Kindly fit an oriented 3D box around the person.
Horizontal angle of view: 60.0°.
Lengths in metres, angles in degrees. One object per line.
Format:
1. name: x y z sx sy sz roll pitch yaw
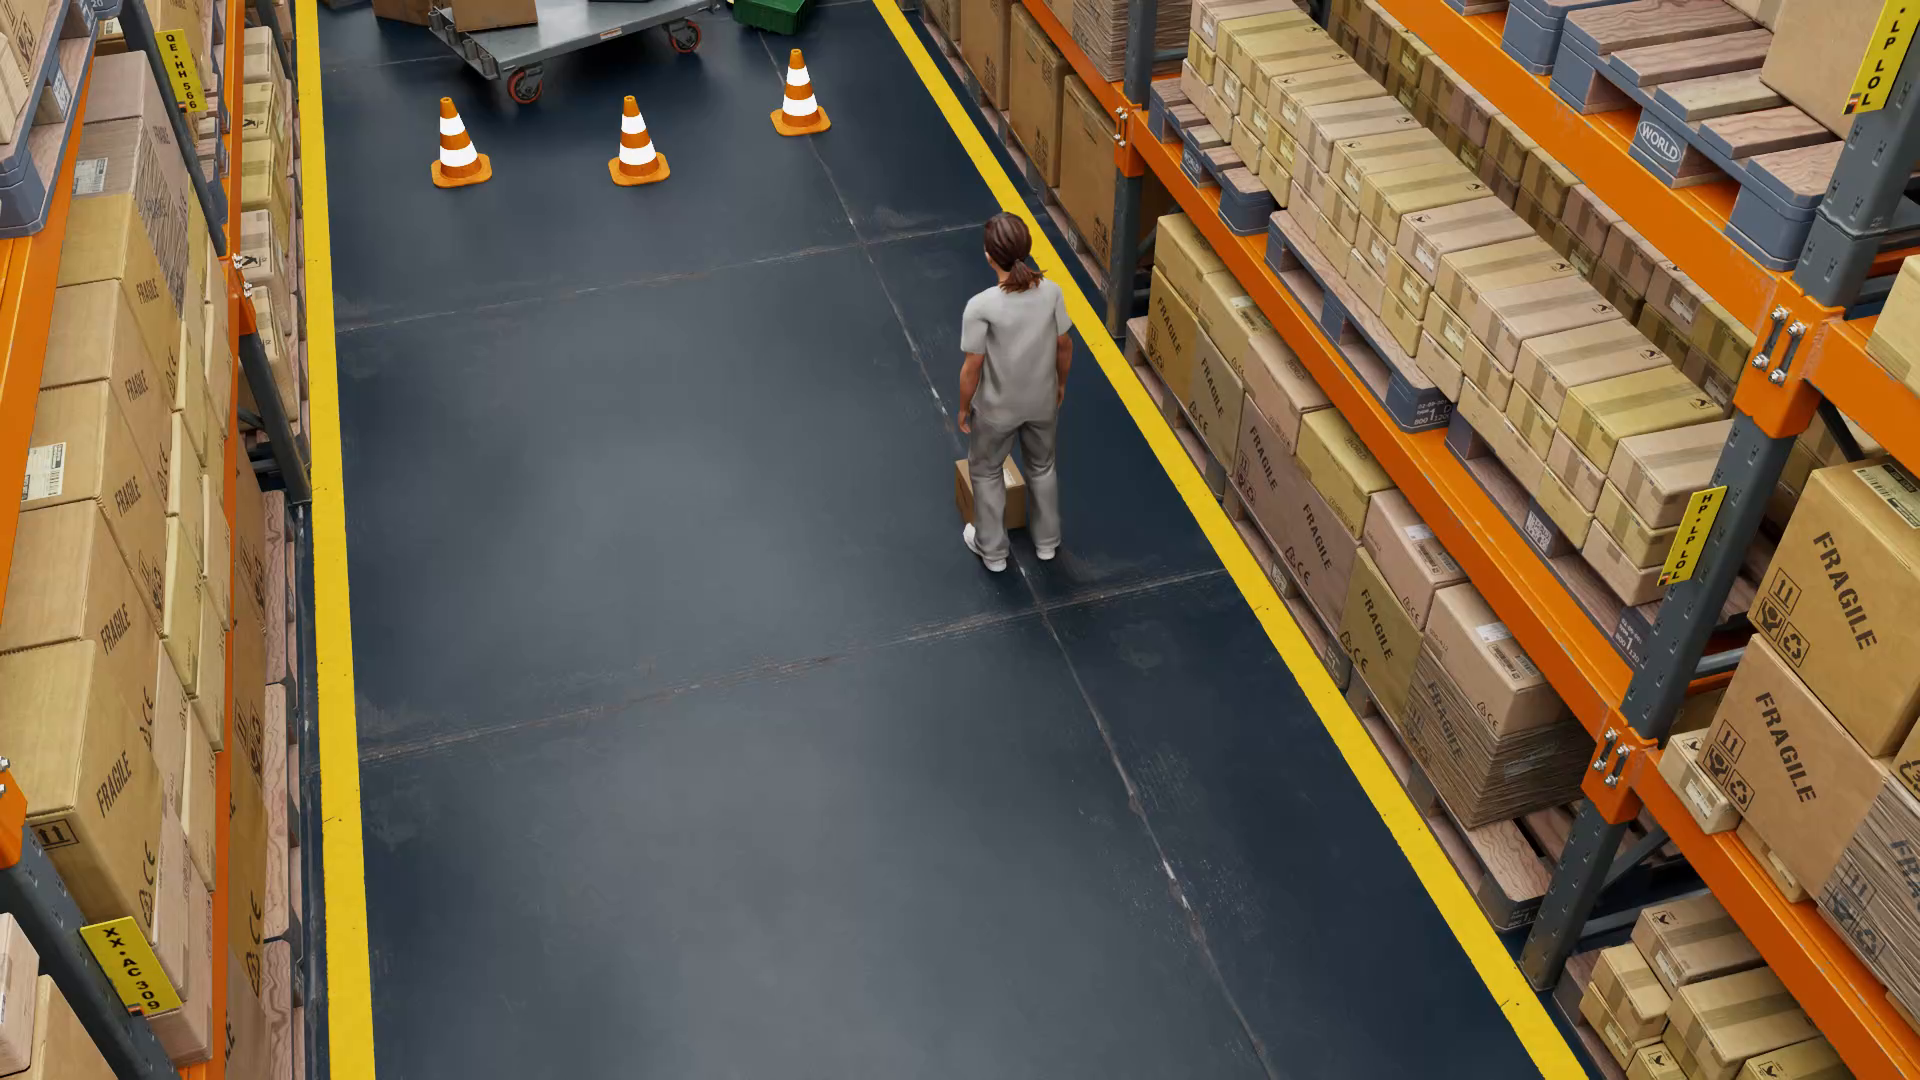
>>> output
1. person: 0.219 -0.573 6.790 0.498 1.671 0.361 -14 44 -14
